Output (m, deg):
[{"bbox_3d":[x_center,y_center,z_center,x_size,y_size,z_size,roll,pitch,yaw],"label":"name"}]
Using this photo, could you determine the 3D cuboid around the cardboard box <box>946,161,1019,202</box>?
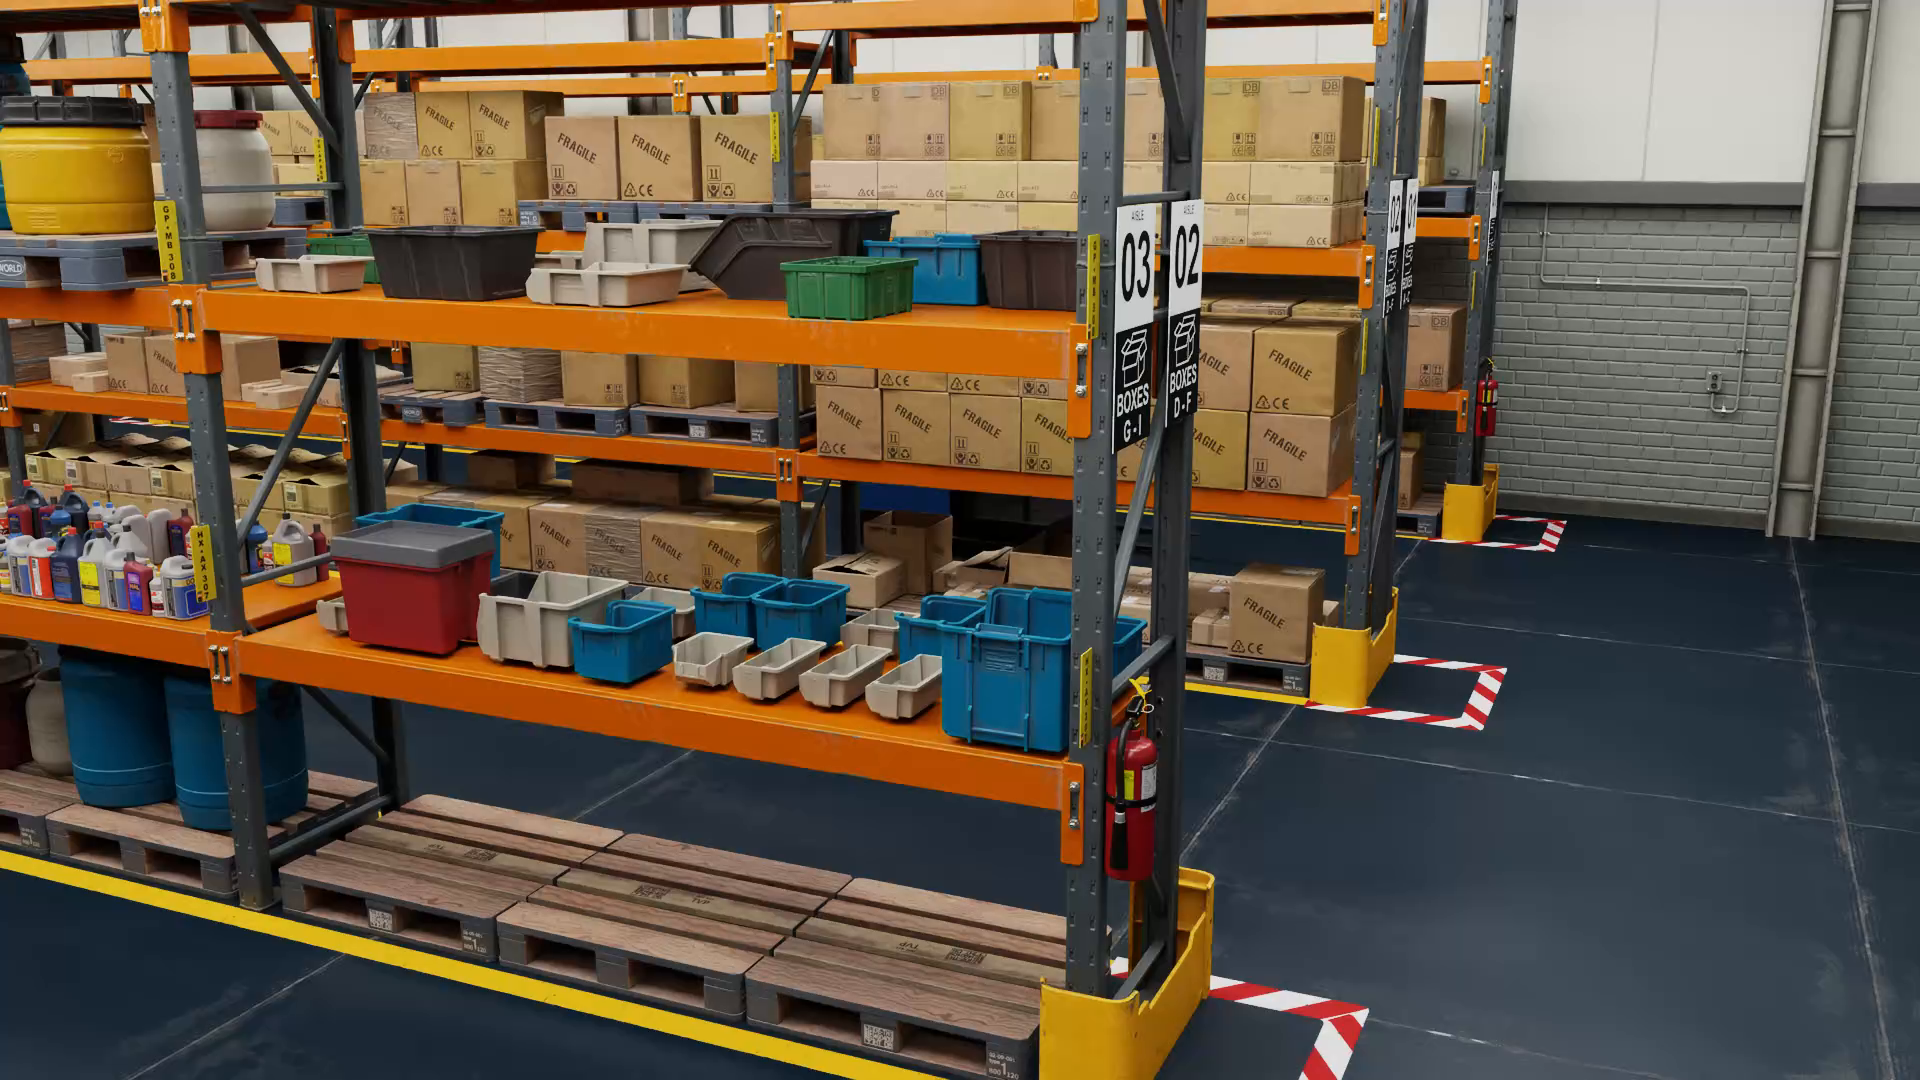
[{"bbox_3d":[0.237,-2.351,10.875,0.500,0.250,0.500,6,14,23],"label":"cardboard box"}]

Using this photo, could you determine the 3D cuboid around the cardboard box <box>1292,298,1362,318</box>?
[{"bbox_3d":[3.503,-1.833,15.342,0.700,0.700,0.980,6,14,23],"label":"cardboard box"}]

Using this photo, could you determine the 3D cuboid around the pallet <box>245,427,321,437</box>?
[{"bbox_3d":[-8.077,-1.497,20.671,1.213,0.211,1.003,6,14,23],"label":"pallet"}]

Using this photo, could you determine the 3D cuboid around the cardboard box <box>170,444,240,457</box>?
[{"bbox_3d":[-6.912,-0.720,15.127,0.500,0.311,0.500,6,14,23],"label":"cardboard box"}]

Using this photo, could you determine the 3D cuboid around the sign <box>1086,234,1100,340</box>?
[{"bbox_3d":[0.422,-0.800,5.262,0.005,0.325,0.100,6,14,23],"label":"sign"}]

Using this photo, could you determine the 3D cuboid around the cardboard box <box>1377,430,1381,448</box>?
[{"bbox_3d":[3.771,-0.897,15.146,0.250,0.149,0.380,6,14,23],"label":"cardboard box"}]

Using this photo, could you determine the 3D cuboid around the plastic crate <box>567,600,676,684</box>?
[{"bbox_3d":[-1.352,0.409,6.682,0.300,0.233,0.416,6,14,23],"label":"plastic crate"}]

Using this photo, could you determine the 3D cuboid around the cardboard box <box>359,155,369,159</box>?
[{"bbox_3d":[-6.893,-4.201,19.263,0.500,0.500,0.500,6,15,25],"label":"cardboard box"}]

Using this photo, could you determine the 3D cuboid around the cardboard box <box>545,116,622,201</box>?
[{"bbox_3d":[-2.669,-2.859,12.448,0.600,0.600,0.600,5,14,21],"label":"cardboard box"}]

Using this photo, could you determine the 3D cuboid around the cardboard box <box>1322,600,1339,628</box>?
[{"bbox_3d":[2.396,0.522,11.243,0.250,0.149,0.380,6,14,23],"label":"cardboard box"}]

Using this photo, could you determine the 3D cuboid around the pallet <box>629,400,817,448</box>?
[{"bbox_3d":[-1.704,-0.915,12.508,1.213,0.211,1.003,6,14,23],"label":"pallet"}]

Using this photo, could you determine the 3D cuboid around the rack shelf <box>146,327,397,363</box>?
[{"bbox_3d":[-8.157,-2.522,20.510,4.000,0.370,1.077,6,14,23],"label":"rack shelf"}]

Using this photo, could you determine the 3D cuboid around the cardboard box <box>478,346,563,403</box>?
[{"bbox_3d":[-3.294,-1.376,12.913,0.500,0.500,0.700,9,16,34],"label":"cardboard box"}]

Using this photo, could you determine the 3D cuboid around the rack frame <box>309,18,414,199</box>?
[{"bbox_3d":[-4.675,-4.202,12.965,0.127,3.000,1.000,6,14,23],"label":"rack frame"}]

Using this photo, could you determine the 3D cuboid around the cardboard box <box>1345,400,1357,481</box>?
[{"bbox_3d":[2.341,-0.686,10.894,0.500,0.500,0.500,6,15,24],"label":"cardboard box"}]

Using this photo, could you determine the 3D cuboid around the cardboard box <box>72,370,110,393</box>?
[{"bbox_3d":[-7.605,-1.405,14.725,0.250,0.149,0.380,6,14,23],"label":"cardboard box"}]

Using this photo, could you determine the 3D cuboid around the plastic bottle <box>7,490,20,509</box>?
[{"bbox_3d":[-5.097,-0.137,9.026,0.133,0.283,0.061,6,14,23],"label":"plastic bottle"}]

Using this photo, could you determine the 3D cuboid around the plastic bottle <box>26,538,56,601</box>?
[{"bbox_3d":[-4.314,0.134,7.891,0.135,0.276,0.152,6,14,23],"label":"plastic bottle"}]

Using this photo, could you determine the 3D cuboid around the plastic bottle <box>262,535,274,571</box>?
[{"bbox_3d":[-3.425,0.077,8.295,0.097,0.201,0.097,0,13,0],"label":"plastic bottle"}]

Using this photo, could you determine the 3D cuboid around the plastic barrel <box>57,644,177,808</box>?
[{"bbox_3d":[-4.165,0.820,8.367,0.708,0.901,0.600,6,14,23],"label":"plastic barrel"}]

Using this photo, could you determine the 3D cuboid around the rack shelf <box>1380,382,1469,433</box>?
[{"bbox_3d":[2.814,-1.411,15.778,4.000,0.370,1.077,6,14,23],"label":"rack shelf"}]

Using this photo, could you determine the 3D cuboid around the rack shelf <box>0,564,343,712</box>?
[{"bbox_3d":[-4.856,0.288,8.537,4.000,0.370,1.077,6,14,23],"label":"rack shelf"}]

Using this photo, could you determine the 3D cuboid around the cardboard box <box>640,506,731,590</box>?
[{"bbox_3d":[-2.033,0.058,12.451,0.500,0.500,0.500,6,14,23],"label":"cardboard box"}]

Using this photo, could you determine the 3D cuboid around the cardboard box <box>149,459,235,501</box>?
[{"bbox_3d":[-6.649,-0.558,14.440,0.500,0.311,0.500,6,15,25],"label":"cardboard box"}]

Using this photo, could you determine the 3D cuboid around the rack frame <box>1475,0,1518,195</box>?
[{"bbox_3d":[4.643,-4.497,14.222,0.127,3.000,1.000,6,14,23],"label":"rack frame"}]

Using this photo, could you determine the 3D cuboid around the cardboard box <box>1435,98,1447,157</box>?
[{"bbox_3d":[4.073,-3.700,14.939,0.500,0.500,0.500,5,14,21],"label":"cardboard box"}]

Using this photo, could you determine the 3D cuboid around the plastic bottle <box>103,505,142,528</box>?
[{"bbox_3d":[-4.355,-0.046,8.658,0.135,0.276,0.152,6,14,23],"label":"plastic bottle"}]

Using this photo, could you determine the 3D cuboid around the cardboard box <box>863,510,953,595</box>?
[{"bbox_3d":[-0.382,0.085,12.337,0.500,0.500,0.500,6,14,23],"label":"cardboard box"}]

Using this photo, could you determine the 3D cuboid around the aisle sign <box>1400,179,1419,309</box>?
[{"bbox_3d":[2.821,-1.862,10.434,0.004,0.787,0.394,6,14,23],"label":"aisle sign"}]

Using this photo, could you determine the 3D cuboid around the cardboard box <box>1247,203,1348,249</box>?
[{"bbox_3d":[2.063,-1.921,10.139,0.500,0.250,0.500,6,14,23],"label":"cardboard box"}]

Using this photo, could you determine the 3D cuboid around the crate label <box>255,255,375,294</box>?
[{"bbox_3d":[-2.697,-1.104,6.903,0.466,0.136,0.293,6,14,23],"label":"crate label"}]

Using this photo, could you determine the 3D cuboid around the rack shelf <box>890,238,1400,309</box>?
[{"bbox_3d":[0.811,-1.837,11.024,4.000,0.370,1.077,6,14,23],"label":"rack shelf"}]

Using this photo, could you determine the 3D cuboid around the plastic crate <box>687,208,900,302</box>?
[{"bbox_3d":[-0.656,-1.136,6.600,0.767,0.338,0.504,6,14,23],"label":"plastic crate"}]

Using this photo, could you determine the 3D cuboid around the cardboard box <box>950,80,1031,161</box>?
[{"bbox_3d":[0.302,-2.749,10.932,0.500,0.500,0.700,6,14,23],"label":"cardboard box"}]

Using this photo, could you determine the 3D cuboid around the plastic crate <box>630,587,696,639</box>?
[{"bbox_3d":[-1.313,0.320,7.270,0.466,0.136,0.293,6,14,23],"label":"plastic crate"}]

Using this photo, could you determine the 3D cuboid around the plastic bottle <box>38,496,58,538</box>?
[{"bbox_3d":[-4.830,-0.094,8.846,0.133,0.283,0.061,6,14,23],"label":"plastic bottle"}]

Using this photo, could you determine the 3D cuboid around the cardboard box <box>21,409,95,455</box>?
[{"bbox_3d":[-8.629,-0.991,15.870,0.500,0.500,0.500,6,14,23],"label":"cardboard box"}]

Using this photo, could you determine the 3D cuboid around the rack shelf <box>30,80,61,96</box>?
[{"bbox_3d":[-10.160,-4.213,15.459,4.000,0.370,1.077,6,14,23],"label":"rack shelf"}]

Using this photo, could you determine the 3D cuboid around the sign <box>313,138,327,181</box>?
[{"bbox_3d":[-4.907,-2.917,12.749,0.005,0.325,0.100,6,14,23],"label":"sign"}]

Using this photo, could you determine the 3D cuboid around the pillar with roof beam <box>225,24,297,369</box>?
[{"bbox_3d":[-10.739,-5.194,17.193,0.400,9.000,9.100,6,14,23],"label":"pillar with roof beam"}]

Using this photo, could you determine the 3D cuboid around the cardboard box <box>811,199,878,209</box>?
[{"bbox_3d":[-0.673,-2.202,11.336,0.500,0.250,0.500,6,14,23],"label":"cardboard box"}]

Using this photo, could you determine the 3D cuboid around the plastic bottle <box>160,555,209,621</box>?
[{"bbox_3d":[-3.518,0.214,7.548,0.135,0.276,0.152,6,14,23],"label":"plastic bottle"}]

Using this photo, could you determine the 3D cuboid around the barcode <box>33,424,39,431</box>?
[{"bbox_3d":[-8.267,-1.006,14.883,0.075,0.075,0.001,6,14,23],"label":"barcode"}]

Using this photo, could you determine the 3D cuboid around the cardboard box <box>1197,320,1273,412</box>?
[{"bbox_3d":[1.659,-1.107,10.500,0.500,0.500,0.500,6,15,25],"label":"cardboard box"}]

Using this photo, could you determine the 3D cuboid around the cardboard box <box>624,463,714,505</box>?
[{"bbox_3d":[-2.275,-0.462,13.025,0.500,0.250,0.500,6,14,23],"label":"cardboard box"}]

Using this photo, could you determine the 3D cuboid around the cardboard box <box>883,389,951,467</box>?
[{"bbox_3d":[-0.192,-0.809,11.419,0.500,0.500,0.500,6,15,24],"label":"cardboard box"}]

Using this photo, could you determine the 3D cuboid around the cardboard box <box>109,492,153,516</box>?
[{"bbox_3d":[-7.122,-0.334,14.710,0.500,0.250,0.500,5,14,22],"label":"cardboard box"}]

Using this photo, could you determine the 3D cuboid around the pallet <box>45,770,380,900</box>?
[{"bbox_3d":[-3.716,1.400,8.326,1.213,0.211,1.003,6,14,23],"label":"pallet"}]

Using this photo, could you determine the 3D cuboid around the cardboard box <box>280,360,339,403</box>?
[{"bbox_3d":[-5.414,-1.361,14.186,0.500,0.311,0.500,6,14,23],"label":"cardboard box"}]

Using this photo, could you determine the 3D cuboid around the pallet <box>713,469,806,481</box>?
[{"bbox_3d":[-1.981,-0.870,18.002,1.213,0.211,1.003,6,14,23],"label":"pallet"}]

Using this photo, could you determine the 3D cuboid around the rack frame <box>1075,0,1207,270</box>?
[{"bbox_3d":[0.630,-2.428,5.403,0.127,3.000,1.000,6,14,23],"label":"rack frame"}]

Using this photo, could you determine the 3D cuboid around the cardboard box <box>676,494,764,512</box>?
[{"bbox_3d":[-1.853,-0.051,12.917,0.500,0.500,0.500,6,14,24],"label":"cardboard box"}]

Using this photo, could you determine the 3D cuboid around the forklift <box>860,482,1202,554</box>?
[{"bbox_3d":[0.551,-1.360,14.134,3.031,2.935,1.130,7,15,27],"label":"forklift"}]
